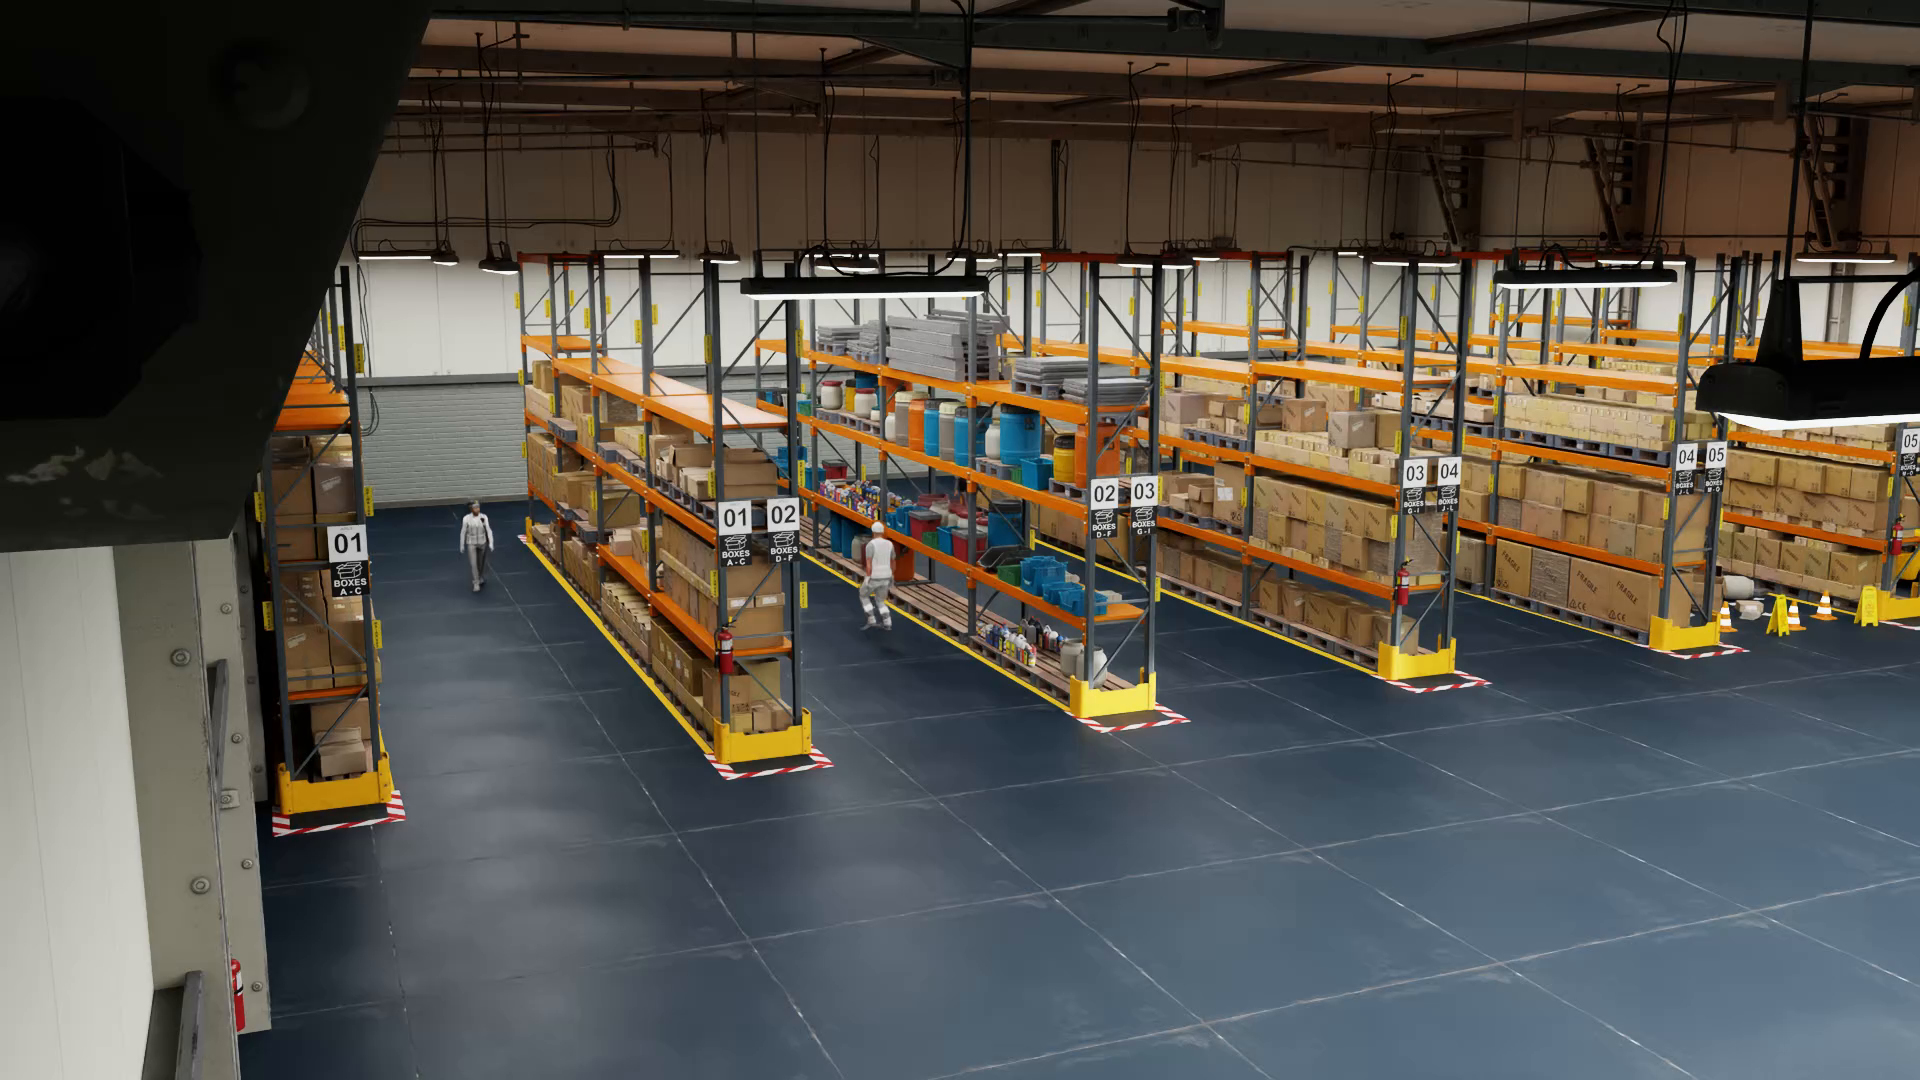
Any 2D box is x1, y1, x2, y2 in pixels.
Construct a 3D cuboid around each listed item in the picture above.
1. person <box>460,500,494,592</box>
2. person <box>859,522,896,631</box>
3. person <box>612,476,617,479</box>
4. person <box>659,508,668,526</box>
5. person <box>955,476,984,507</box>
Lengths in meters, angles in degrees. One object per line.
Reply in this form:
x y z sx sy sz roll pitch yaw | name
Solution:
-8.740 0.062 30.073 0.574 1.614 1.041 -4 11 -21 | person
-1.268 0.585 25.862 0.601 1.713 0.622 -7 13 -34 | person
-8.091 -1.612 39.029 0.437 1.750 0.554 -3 11 -18 | person
-6.131 -0.741 34.164 0.597 1.713 1.142 -4 11 -19 | person
0.221 -1.046 36.051 0.572 1.663 1.074 -4 11 -20 | person
